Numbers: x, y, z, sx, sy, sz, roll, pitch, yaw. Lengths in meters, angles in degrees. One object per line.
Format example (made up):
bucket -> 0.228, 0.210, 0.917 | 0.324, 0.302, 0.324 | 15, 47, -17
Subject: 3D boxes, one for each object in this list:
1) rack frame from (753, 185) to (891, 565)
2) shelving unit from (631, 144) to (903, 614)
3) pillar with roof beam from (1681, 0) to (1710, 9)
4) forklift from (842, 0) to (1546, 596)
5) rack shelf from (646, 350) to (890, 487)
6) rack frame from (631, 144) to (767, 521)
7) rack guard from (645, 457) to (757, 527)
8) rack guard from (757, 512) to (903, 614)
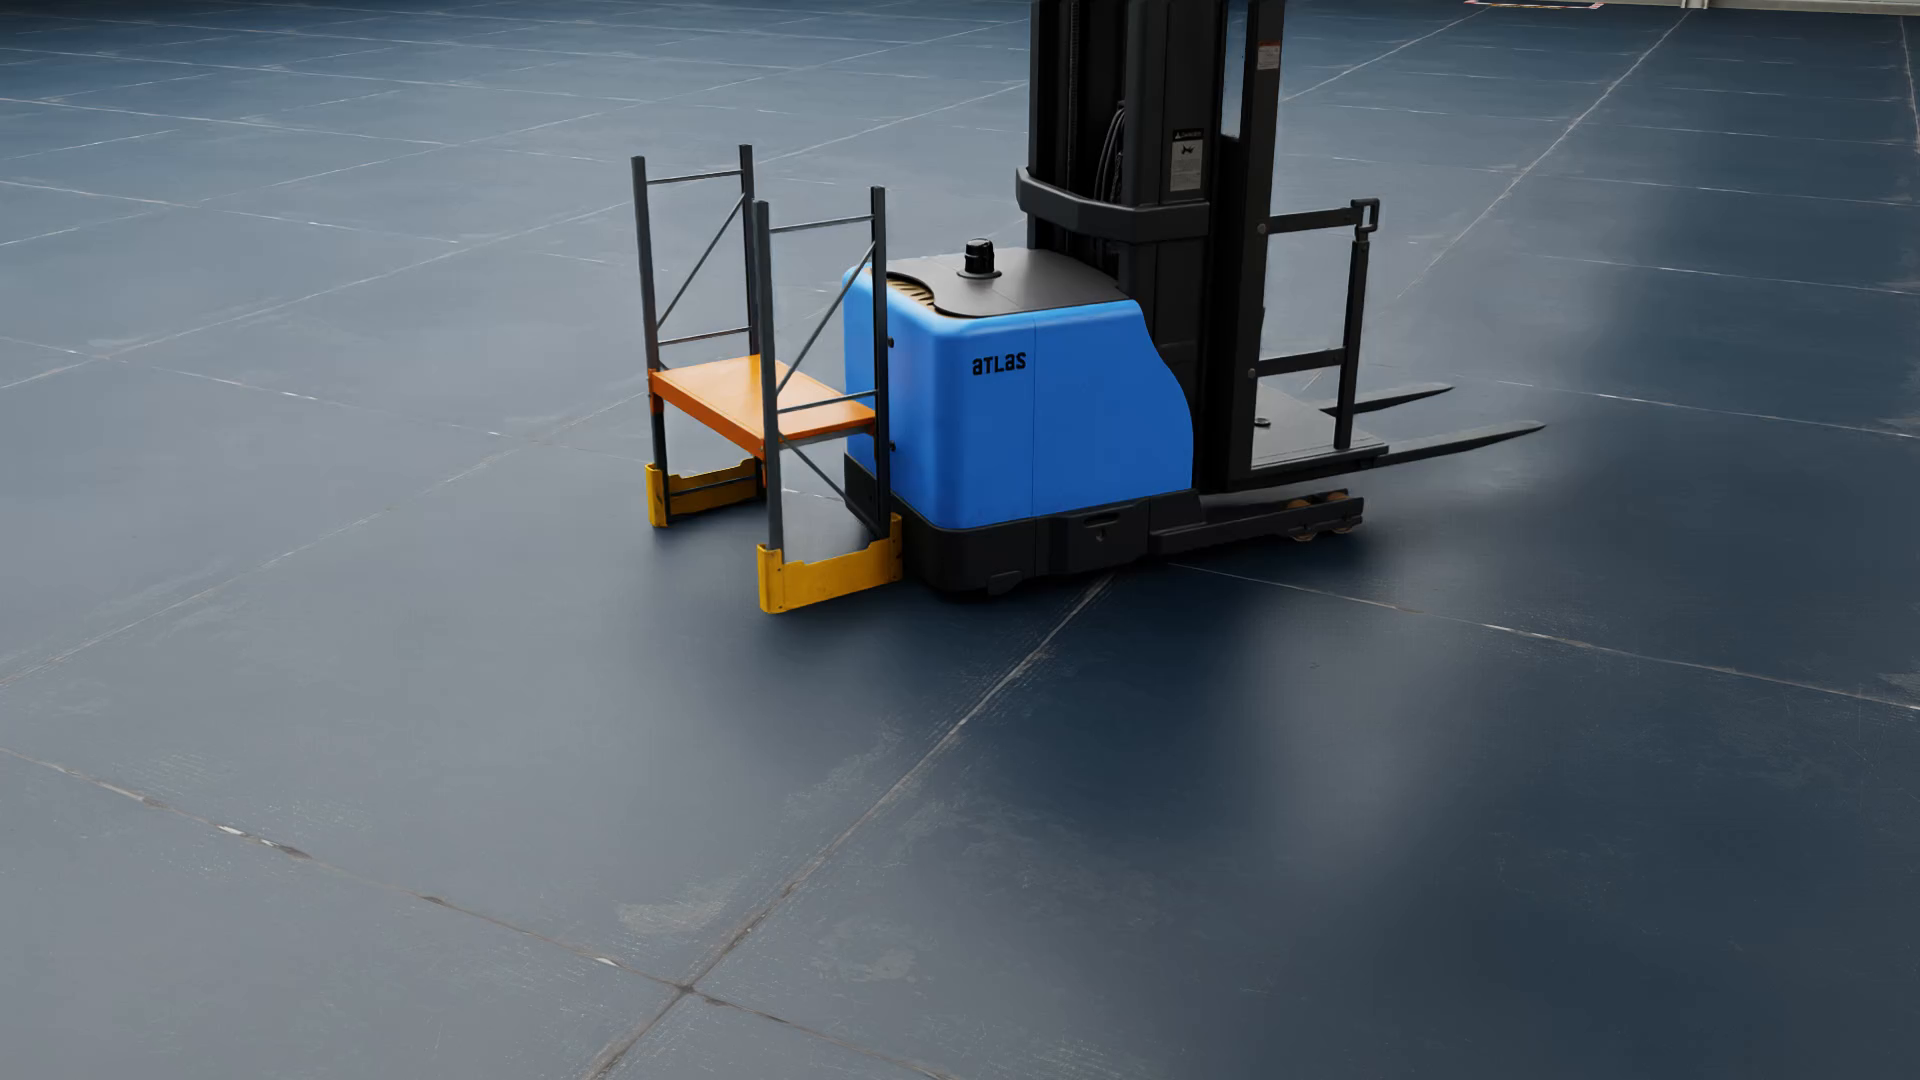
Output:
rack frame -> -0.477, -0.491, 5.970 | 0.500, 1.500, 0.032 | -15, 27, -31
shelving unit -> 6.499, 0.522, 3.204 | 8.969, 1.800, 14.694 | -15, 27, -31
pillar with roof beam -> 10.102, -11.368, 21.964 | 0.400, 9.000, 9.100 | 11, 25, 25
forklift -> 1.083, -1.517, 6.553 | 3.031, 2.935, 1.130 | -10, 25, -23
rack shelf -> -0.758, -0.492, 6.431 | 0.538, 0.185, 1.000 | -15, 27, -31
rack frame -> 6.520, 0.519, 3.212 | 8.925, 1.800, 14.686 | -15, 27, -31
rack guard -> -1.028, -0.242, 6.980 | 0.587, 0.250, 0.087 | -15, 27, -31
rack guard -> -0.478, 0.083, 6.216 | 0.587, 0.250, 0.087 | -15, 27, -31
